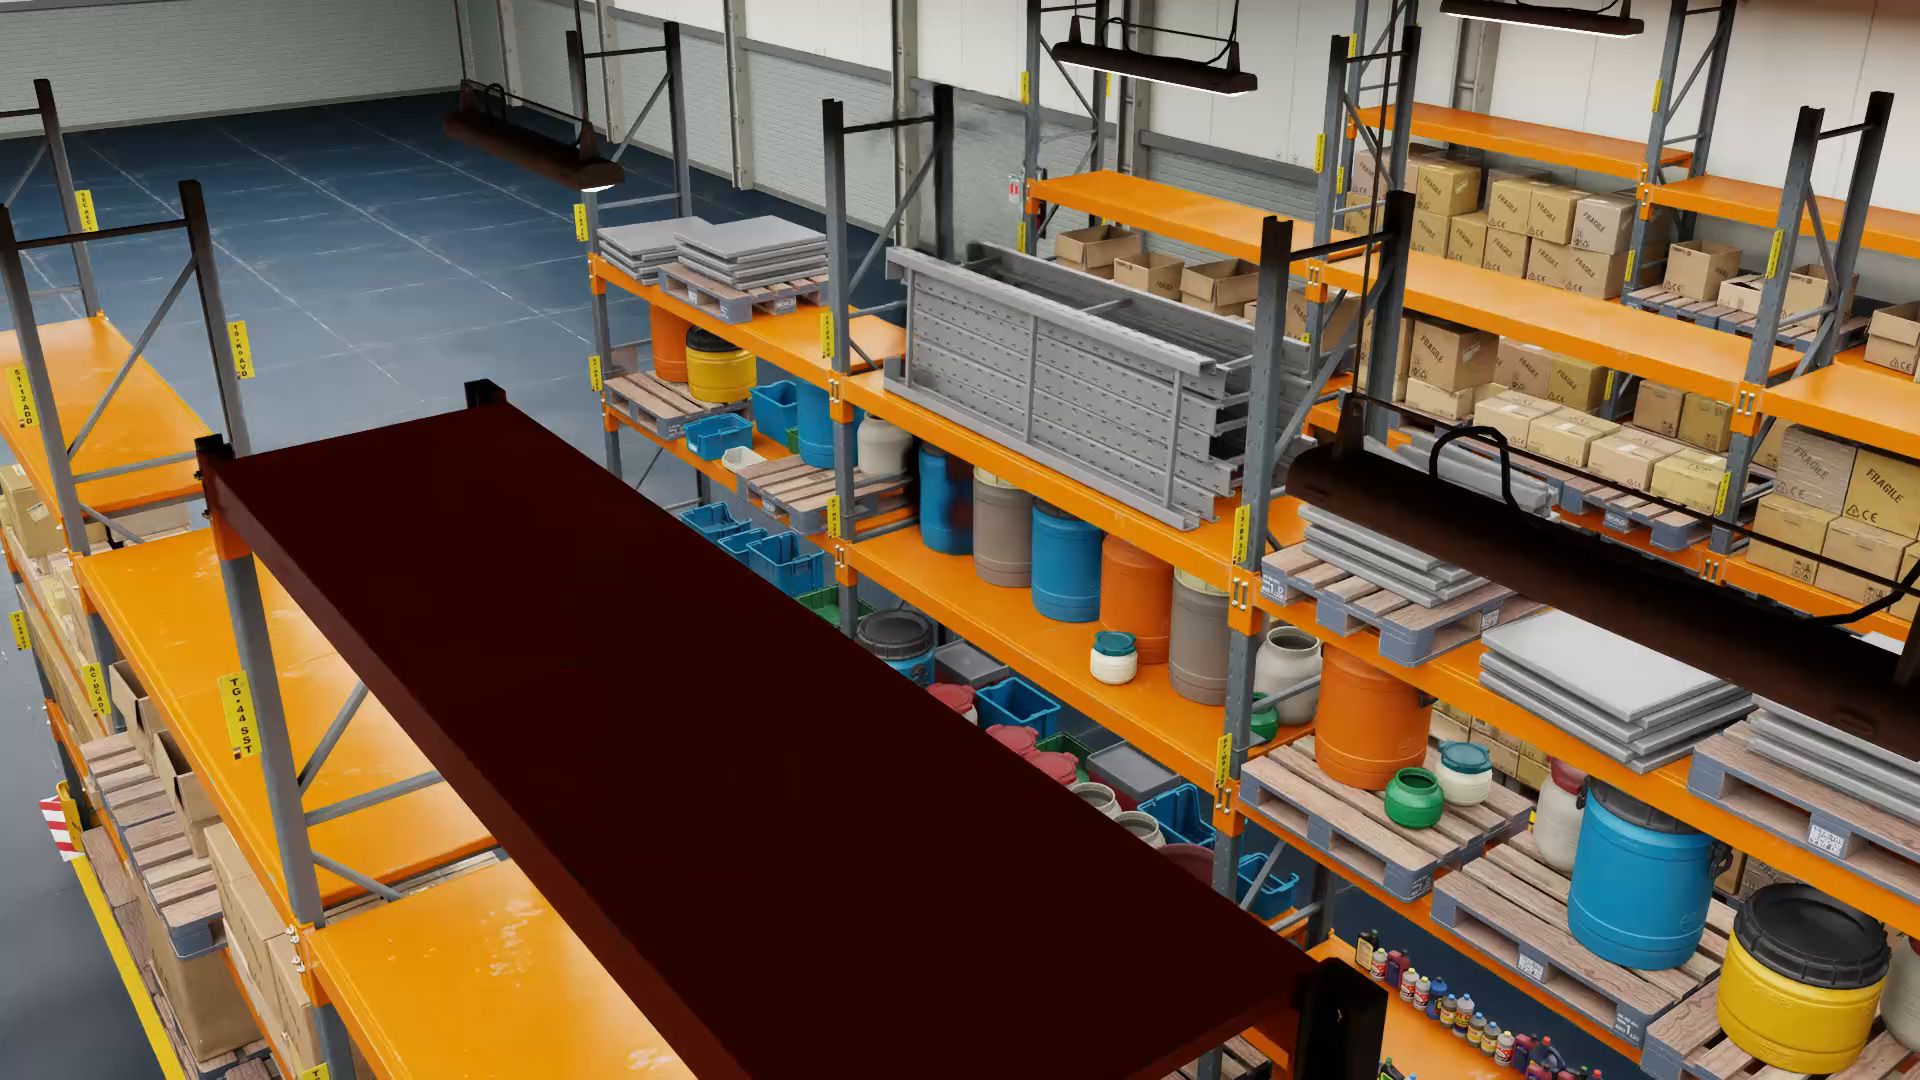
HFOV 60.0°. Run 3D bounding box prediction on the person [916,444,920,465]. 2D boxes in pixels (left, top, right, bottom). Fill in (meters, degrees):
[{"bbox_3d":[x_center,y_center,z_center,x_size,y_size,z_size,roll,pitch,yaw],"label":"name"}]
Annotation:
[{"bbox_3d":[-0.159,-1.268,19.808,0.877,1.695,0.627,-6,26,-13],"label":"person"}]
